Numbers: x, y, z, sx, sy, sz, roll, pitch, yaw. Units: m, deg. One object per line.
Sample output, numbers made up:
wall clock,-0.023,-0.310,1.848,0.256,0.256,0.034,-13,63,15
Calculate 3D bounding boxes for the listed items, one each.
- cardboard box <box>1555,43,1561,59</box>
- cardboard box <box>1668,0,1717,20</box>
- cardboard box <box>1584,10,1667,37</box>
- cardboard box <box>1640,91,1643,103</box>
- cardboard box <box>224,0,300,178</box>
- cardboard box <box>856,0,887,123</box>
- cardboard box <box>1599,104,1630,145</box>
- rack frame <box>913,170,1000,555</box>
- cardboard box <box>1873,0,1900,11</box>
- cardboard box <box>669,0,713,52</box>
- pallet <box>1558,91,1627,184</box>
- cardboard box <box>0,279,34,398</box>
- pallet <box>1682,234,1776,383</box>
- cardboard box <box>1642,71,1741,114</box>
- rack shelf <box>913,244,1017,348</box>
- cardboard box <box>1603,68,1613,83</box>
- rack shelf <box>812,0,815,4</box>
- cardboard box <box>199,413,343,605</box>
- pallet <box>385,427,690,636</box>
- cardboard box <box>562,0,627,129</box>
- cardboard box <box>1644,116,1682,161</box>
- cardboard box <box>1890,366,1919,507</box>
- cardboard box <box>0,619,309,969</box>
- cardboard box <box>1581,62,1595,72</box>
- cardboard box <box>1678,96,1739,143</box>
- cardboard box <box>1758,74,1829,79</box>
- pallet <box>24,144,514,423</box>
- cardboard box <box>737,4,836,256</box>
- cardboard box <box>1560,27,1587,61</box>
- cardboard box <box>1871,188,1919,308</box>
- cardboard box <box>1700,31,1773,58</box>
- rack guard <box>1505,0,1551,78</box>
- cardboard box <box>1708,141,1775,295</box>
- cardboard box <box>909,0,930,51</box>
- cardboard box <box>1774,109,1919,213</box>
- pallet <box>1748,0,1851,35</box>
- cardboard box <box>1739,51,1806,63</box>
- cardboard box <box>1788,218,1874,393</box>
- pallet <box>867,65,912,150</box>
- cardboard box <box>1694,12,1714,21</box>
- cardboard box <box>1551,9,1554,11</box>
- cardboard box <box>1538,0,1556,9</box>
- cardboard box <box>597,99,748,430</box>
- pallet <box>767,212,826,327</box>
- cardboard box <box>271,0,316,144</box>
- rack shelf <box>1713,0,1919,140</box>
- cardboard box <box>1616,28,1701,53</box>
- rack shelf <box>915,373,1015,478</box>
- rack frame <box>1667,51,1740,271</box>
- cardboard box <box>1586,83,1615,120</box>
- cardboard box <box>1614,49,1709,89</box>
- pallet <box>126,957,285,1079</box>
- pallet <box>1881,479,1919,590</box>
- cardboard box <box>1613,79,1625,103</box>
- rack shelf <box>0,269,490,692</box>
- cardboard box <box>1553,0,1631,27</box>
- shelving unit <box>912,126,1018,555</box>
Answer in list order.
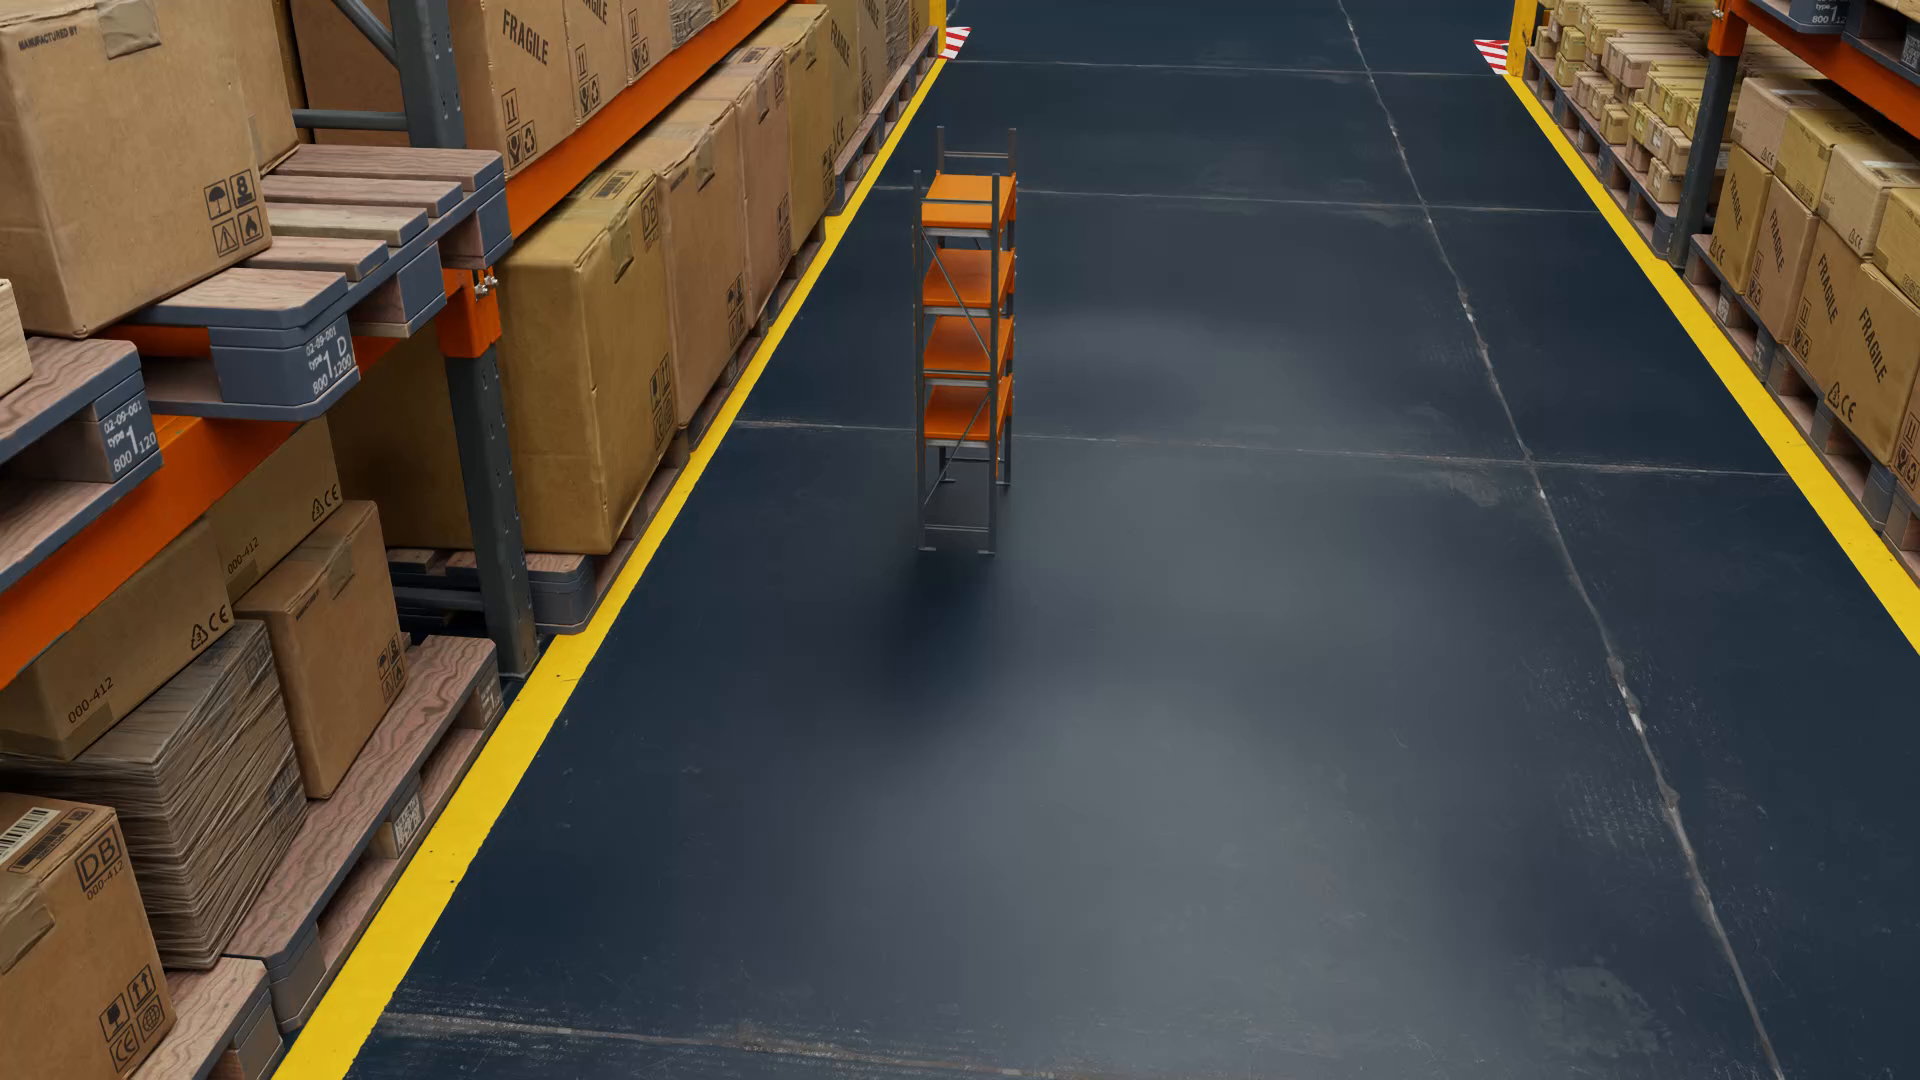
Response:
cardboard box,3.883,-2.995,10.211,0.380,0.149,0.250,3,28,6
cardboard box,4.409,-3.105,9.787,0.380,0.149,0.250,3,28,5
cardboard box,3.751,-2.887,9.382,0.380,0.149,0.250,4,29,8
cardboard box,3.613,-2.134,8.298,0.380,0.149,0.250,4,29,7
cardboard box,-1.701,-0.964,3.329,0.500,0.500,0.500,0,28,0
cardboard box,-0.914,-2.854,9.182,0.875,0.875,0.875,3,28,6
cardboard box,3.563,-2.160,8.660,0.380,0.149,0.250,3,28,6
rack frame,-0.010,-0.491,4.897,0.240,1.200,0.015,3,28,6
cardboard box,3.033,-1.721,5.104,0.380,0.149,0.250,2,28,4
cardboard box,-1.161,-1.968,5.635,0.500,0.500,0.500,3,29,6
pallet,3.920,-2.205,9.121,1.003,0.211,1.213,3,28,6
cardboard box,-1.611,-0.317,2.374,0.396,0.266,0.258,3,28,5
pallet,3.632,-0.945,6.781,1.003,0.211,1.213,3,28,6
cardboard box,3.527,-2.153,8.020,0.380,0.149,0.250,3,28,6
rack shelf,0.020,-0.744,5.036,0.258,0.148,0.480,3,28,6
cardboard box,3.796,-2.630,9.218,0.380,0.149,0.250,5,29,9
rack shelf,-0.939,-3.499,9.341,1.077,0.370,4.000,3,28,6
cardboard box,-1.727,-0.098,3.650,0.500,0.250,0.500,4,29,8
pallet,-1.503,-0.131,5.270,1.003,0.211,1.213,3,28,6
cardboard box,-1.284,-1.492,4.751,0.500,0.500,0.500,3,28,5
cardboard box,3.470,-1.894,7.853,0.380,0.149,0.250,2,28,4
cardboard box,3.124,-0.310,4.855,0.500,0.500,0.500,4,29,8
cardboard box,-1.792,0.493,3.343,0.700,0.500,0.500,1,28,2
cardboard box,3.783,-2.639,9.548,0.380,0.149,0.250,3,29,6
cardboard box,3.511,-1.913,7.574,0.380,0.149,0.250,4,29,8
cardboard box,4.048,-2.129,7.975,0.380,0.149,0.250,3,28,5
pallet,-1.656,-0.566,3.340,1.213,0.211,1.003,3,28,6
cardboard box,-1.243,-1.822,7.266,1.225,0.875,0.875,3,29,6
cardboard box,3.726,-2.890,9.702,0.380,0.149,0.250,4,29,8
cardboard box,3.188,-0.884,5.131,0.500,0.250,0.500,4,29,7
cardboard box,4.191,-2.615,8.877,0.380,0.149,0.250,3,29,6
rack guard,4.207,-3.285,10.821,1.175,0.500,0.348,3,28,6
cardboard box,3.372,-1.291,6.676,0.500,0.500,0.500,4,29,8
cardboard box,-0.693,-3.701,10.755,0.875,0.875,0.875,3,28,6
cardboard box,3.310,-1.370,6.033,0.500,0.250,0.500,4,29,8
pallet,3.488,-2.103,6.193,1.003,0.211,1.213,3,28,6
cardboard box,4.170,-2.368,8.418,0.380,0.149,0.250,4,29,7
cardboard box,3.258,-0.794,5.754,0.500,0.500,0.500,4,29,7
pallet,-0.866,-2.576,9.810,1.003,0.211,1.213,3,28,6
cardboard box,4.337,-2.857,9.327,0.380,0.149,0.250,4,29,8
cardboard box,3.897,-3.251,10.371,0.380,0.149,0.250,5,29,8
cardboard box,3.815,-3.386,10.309,0.380,0.149,0.250,2,28,4
cardboard box,-1.452,-0.984,5.711,1.225,0.875,0.875,3,29,6
pallet,-1.204,-1.279,7.402,1.003,0.211,1.213,3,28,6
cardboard box,-1.860,-1.282,4.362,0.500,0.500,0.500,4,29,8
rack shelf,3.481,-1.281,5.223,1.077,0.370,4.000,3,28,6
cardboard box,3.737,-2.642,8.927,0.380,0.149,0.250,3,29,6
rack shelf,0.020,-0.372,5.236,0.258,0.148,0.480,3,28,6
rack frame,3.726,-2.539,6.800,1.000,3.000,0.127,3,28,6
cardboard box,3.658,-2.395,9.095,0.380,0.149,0.250,3,28,6
cardboard box,3.577,-2.404,8.485,0.380,0.149,0.250,2,28,4
pallet,-1.924,1.176,2.844,1.003,0.211,1.213,3,28,6
pallet,3.333,0.204,4.649,1.003,0.211,1.213,3,28,6
cardboard box,3.678,-2.380,8.754,0.380,0.149,0.250,2,28,4
rack shelf,-1.919,0.266,2.351,1.077,0.370,4.000,3,28,6
cardboard box,3.742,-3.139,9.849,0.380,0.149,0.250,3,28,6
shelving unit,0.020,-0.606,5.110,0.258,1.200,0.503,3,28,6
